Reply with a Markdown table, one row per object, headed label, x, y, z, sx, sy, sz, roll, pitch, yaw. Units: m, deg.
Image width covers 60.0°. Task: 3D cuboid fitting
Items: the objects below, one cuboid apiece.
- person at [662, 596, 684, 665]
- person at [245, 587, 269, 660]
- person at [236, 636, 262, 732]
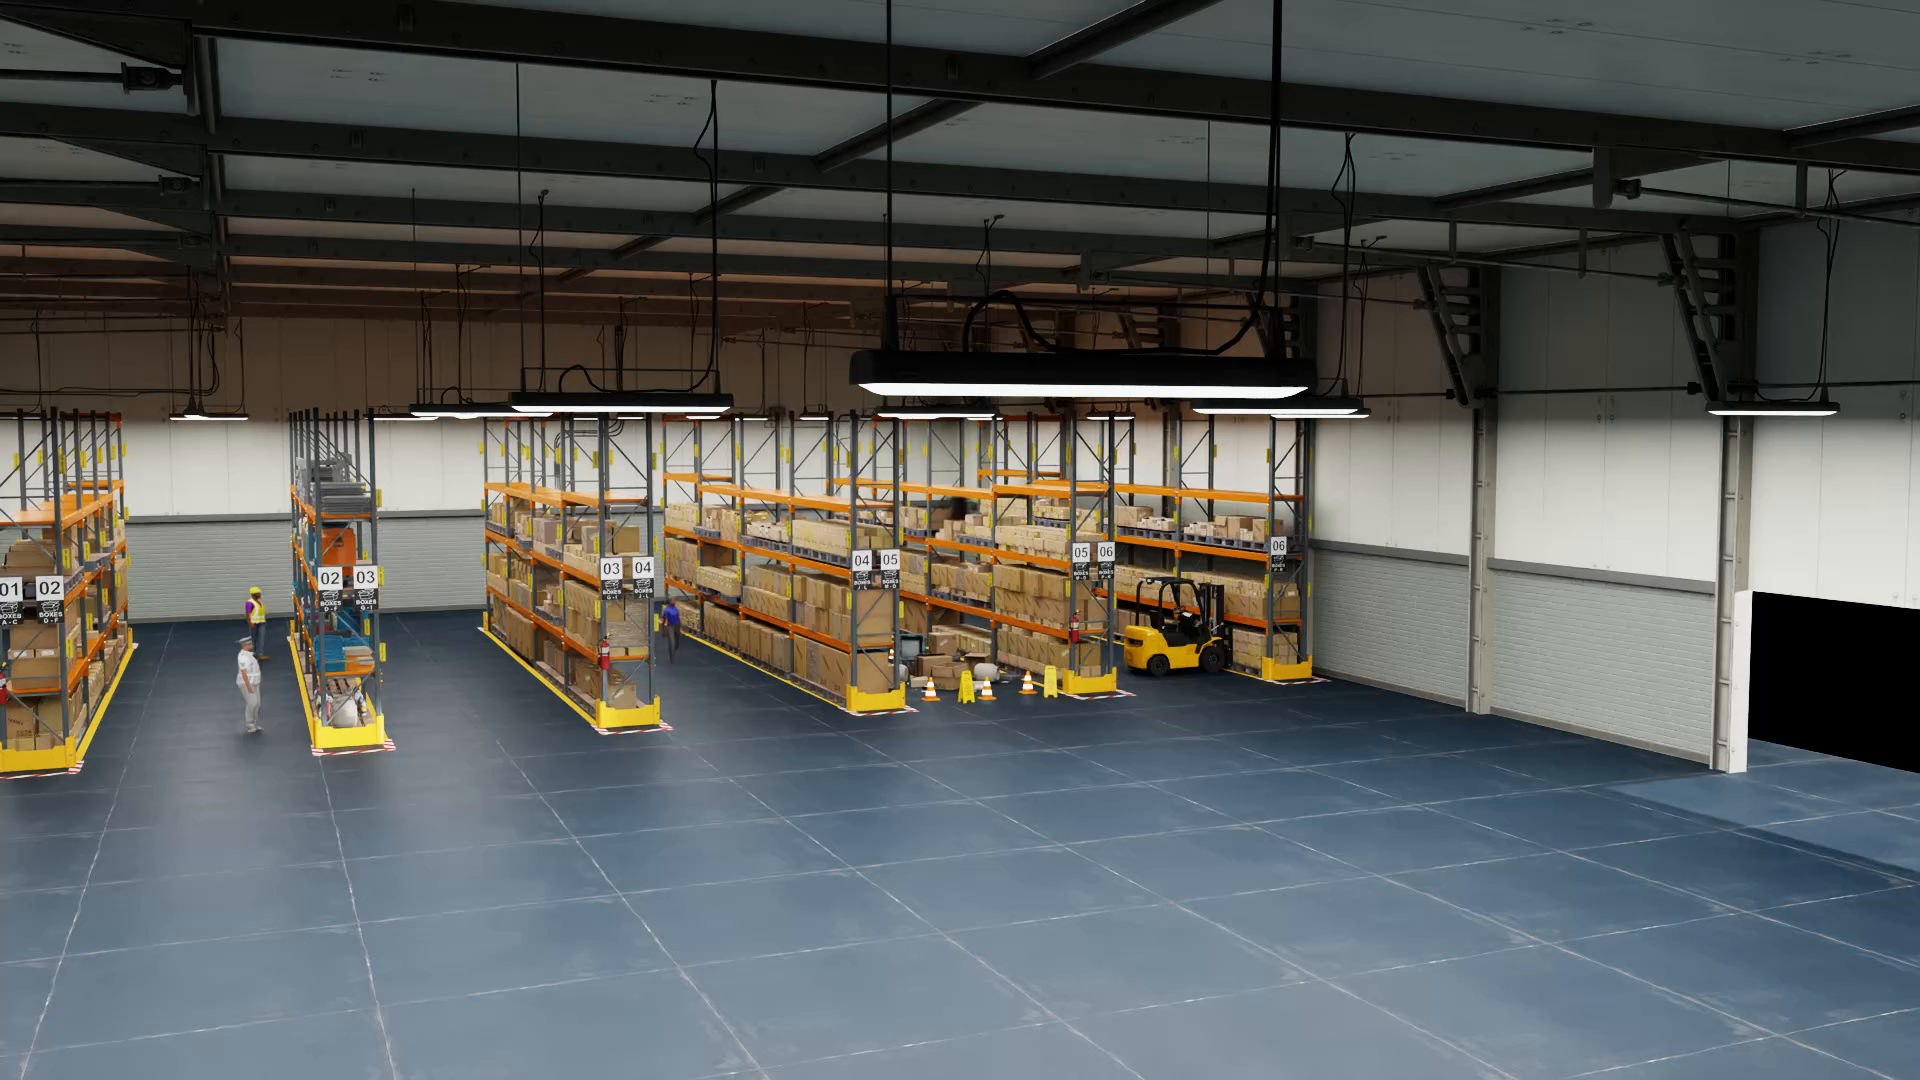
| label | x | y | z | sx | sy | sz | roll | pitch | yaw |
| --- | --- | --- | --- | --- | --- | --- | --- | --- | --- |
| person | -6.874 | 2.132 | 39.724 | 0.536 | 1.603 | 0.931 | -2 | 5 | -28 |
| person | -17.053 | 2.031 | 40.272 | 0.469 | 1.770 | 0.573 | 3 | 5 | 36 |
| person | -13.245 | 2.715 | 31.058 | 0.473 | 1.839 | 0.549 | 0 | 4 | 5 |
